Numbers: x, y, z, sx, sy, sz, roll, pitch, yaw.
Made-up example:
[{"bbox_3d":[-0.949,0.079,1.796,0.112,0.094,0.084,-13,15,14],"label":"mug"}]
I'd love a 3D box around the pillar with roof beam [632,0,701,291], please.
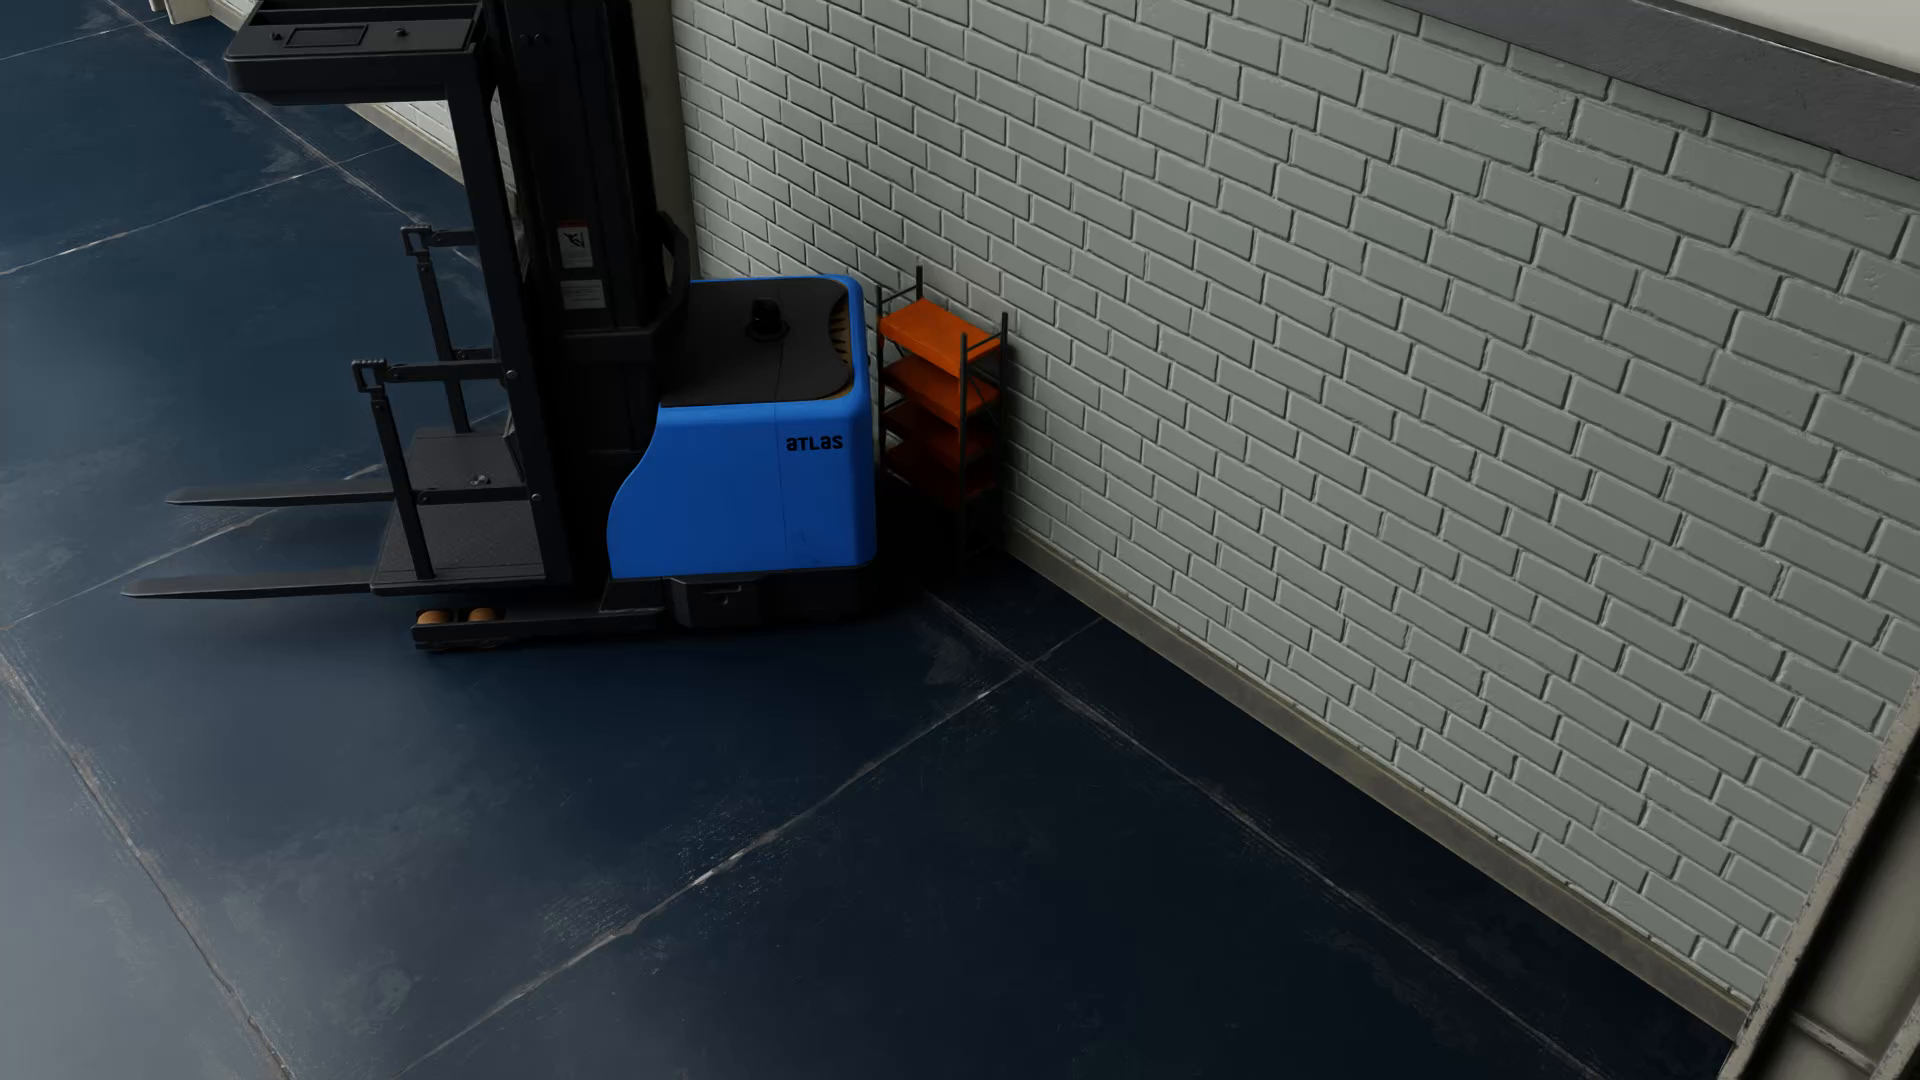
[{"bbox_3d":[-4.694,-2.694,3.424,9.100,9.000,0.400,-30,48,-32],"label":"pillar with roof beam"}]

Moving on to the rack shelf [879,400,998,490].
[{"bbox_3d":[-0.081,-0.423,6.922,0.258,0.148,0.480,-31,48,-33],"label":"rack shelf"}]

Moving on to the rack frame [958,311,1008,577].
[{"bbox_3d":[0.089,-0.364,6.744,0.240,1.200,0.015,-31,48,-33],"label":"rack frame"}]

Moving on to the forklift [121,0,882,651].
[{"bbox_3d":[-1.866,-1.040,6.206,3.031,2.935,1.130,-3,39,-4],"label":"forklift"}]

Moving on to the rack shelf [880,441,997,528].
[{"bbox_3d":[-0.082,-0.268,7.047,0.258,0.148,0.480,-31,48,-33],"label":"rack shelf"}]

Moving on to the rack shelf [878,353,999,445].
[{"bbox_3d":[-0.079,-0.597,6.782,0.258,0.148,0.480,-31,48,-33],"label":"rack shelf"}]

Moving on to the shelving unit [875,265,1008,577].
[{"bbox_3d":[-0.080,-0.475,6.880,0.258,1.200,0.503,-31,48,-33],"label":"shelving unit"}]

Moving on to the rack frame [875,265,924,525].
[{"bbox_3d":[-0.249,-0.587,7.016,0.240,1.200,0.015,-31,48,-33],"label":"rack frame"}]

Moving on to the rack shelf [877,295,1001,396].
[{"bbox_3d":[-0.077,-0.781,6.633,0.258,0.148,0.480,-31,48,-33],"label":"rack shelf"}]

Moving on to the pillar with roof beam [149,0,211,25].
[{"bbox_3d":[-8.752,-5.471,6.862,9.100,9.000,0.400,-30,48,-32],"label":"pillar with roof beam"}]
